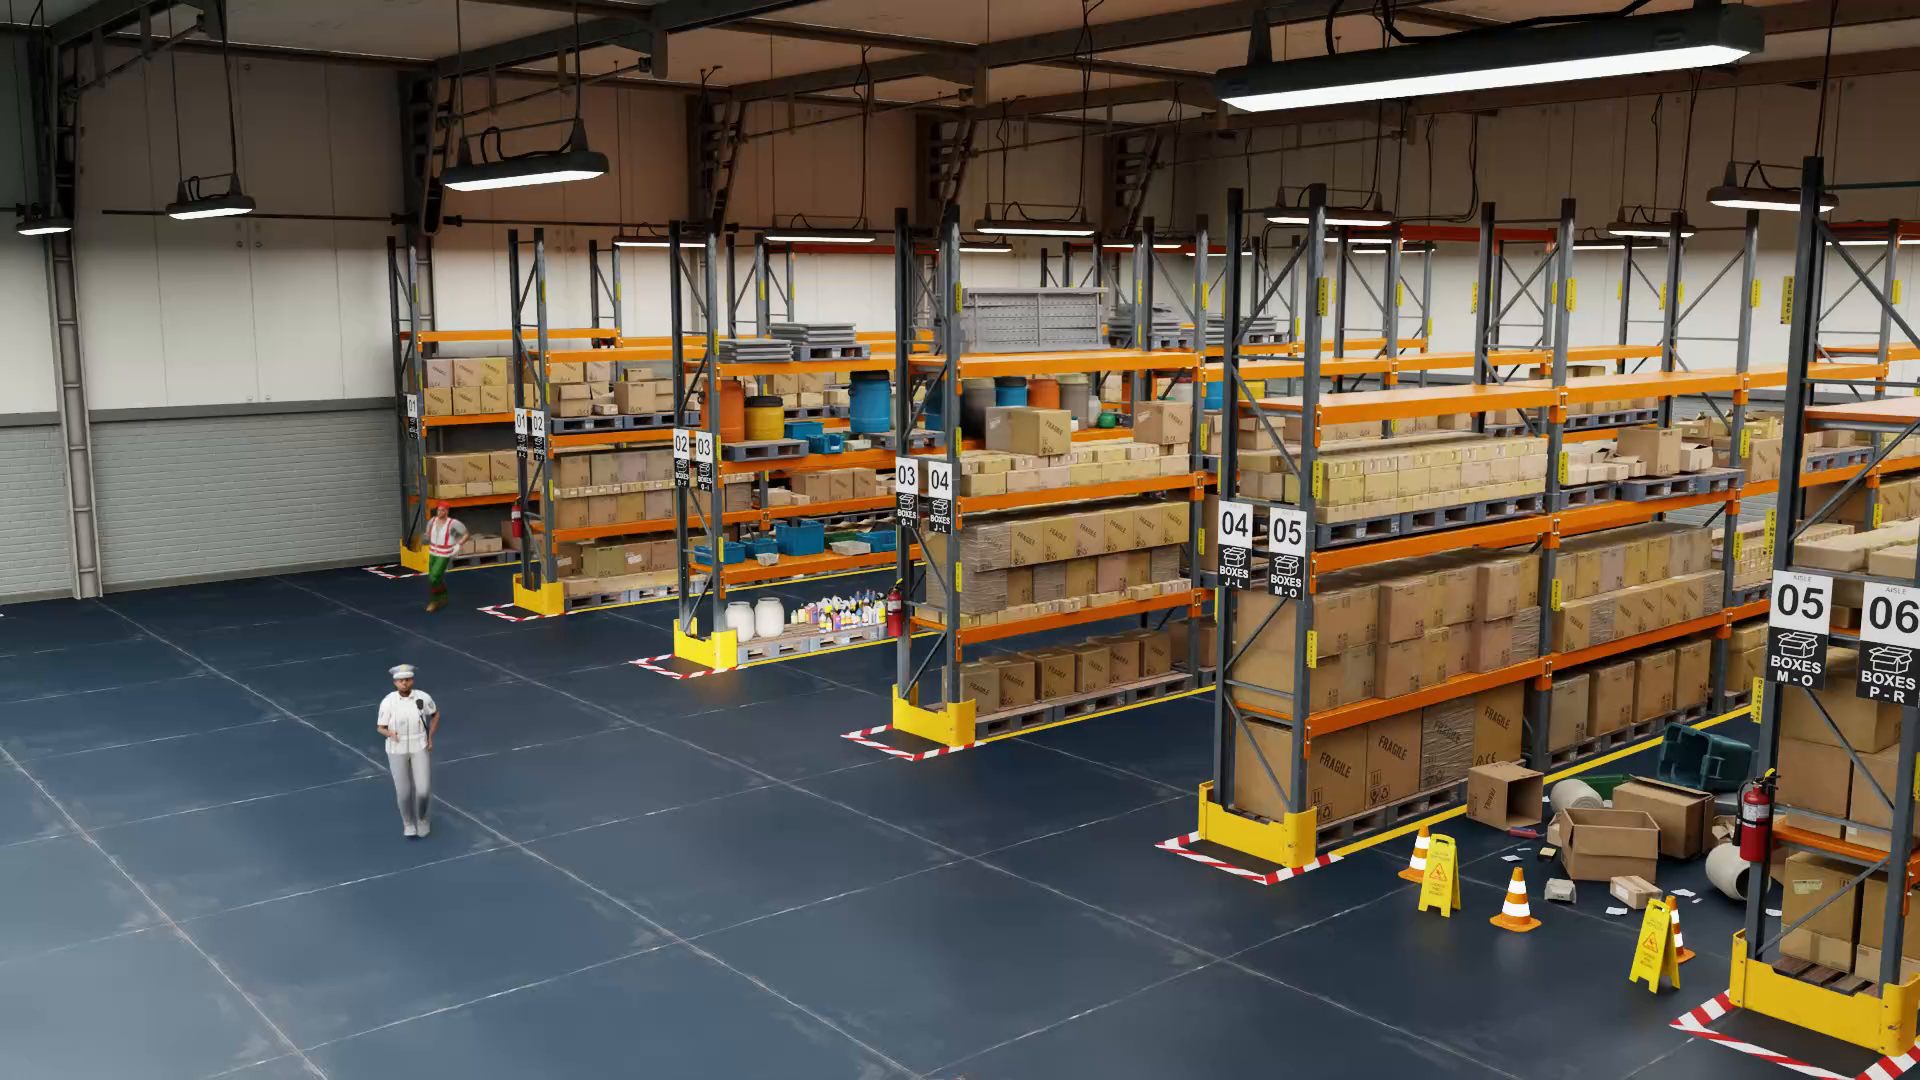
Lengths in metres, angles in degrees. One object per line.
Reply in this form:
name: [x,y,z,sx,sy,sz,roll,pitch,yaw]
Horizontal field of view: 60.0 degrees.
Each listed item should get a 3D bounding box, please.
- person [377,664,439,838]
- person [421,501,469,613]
person: [-5.107,1.980,15.452,0.561,1.681,0.599,-3,9,-19]
person: [-8.202,0.261,26.363,0.660,1.789,0.714,4,10,24]
